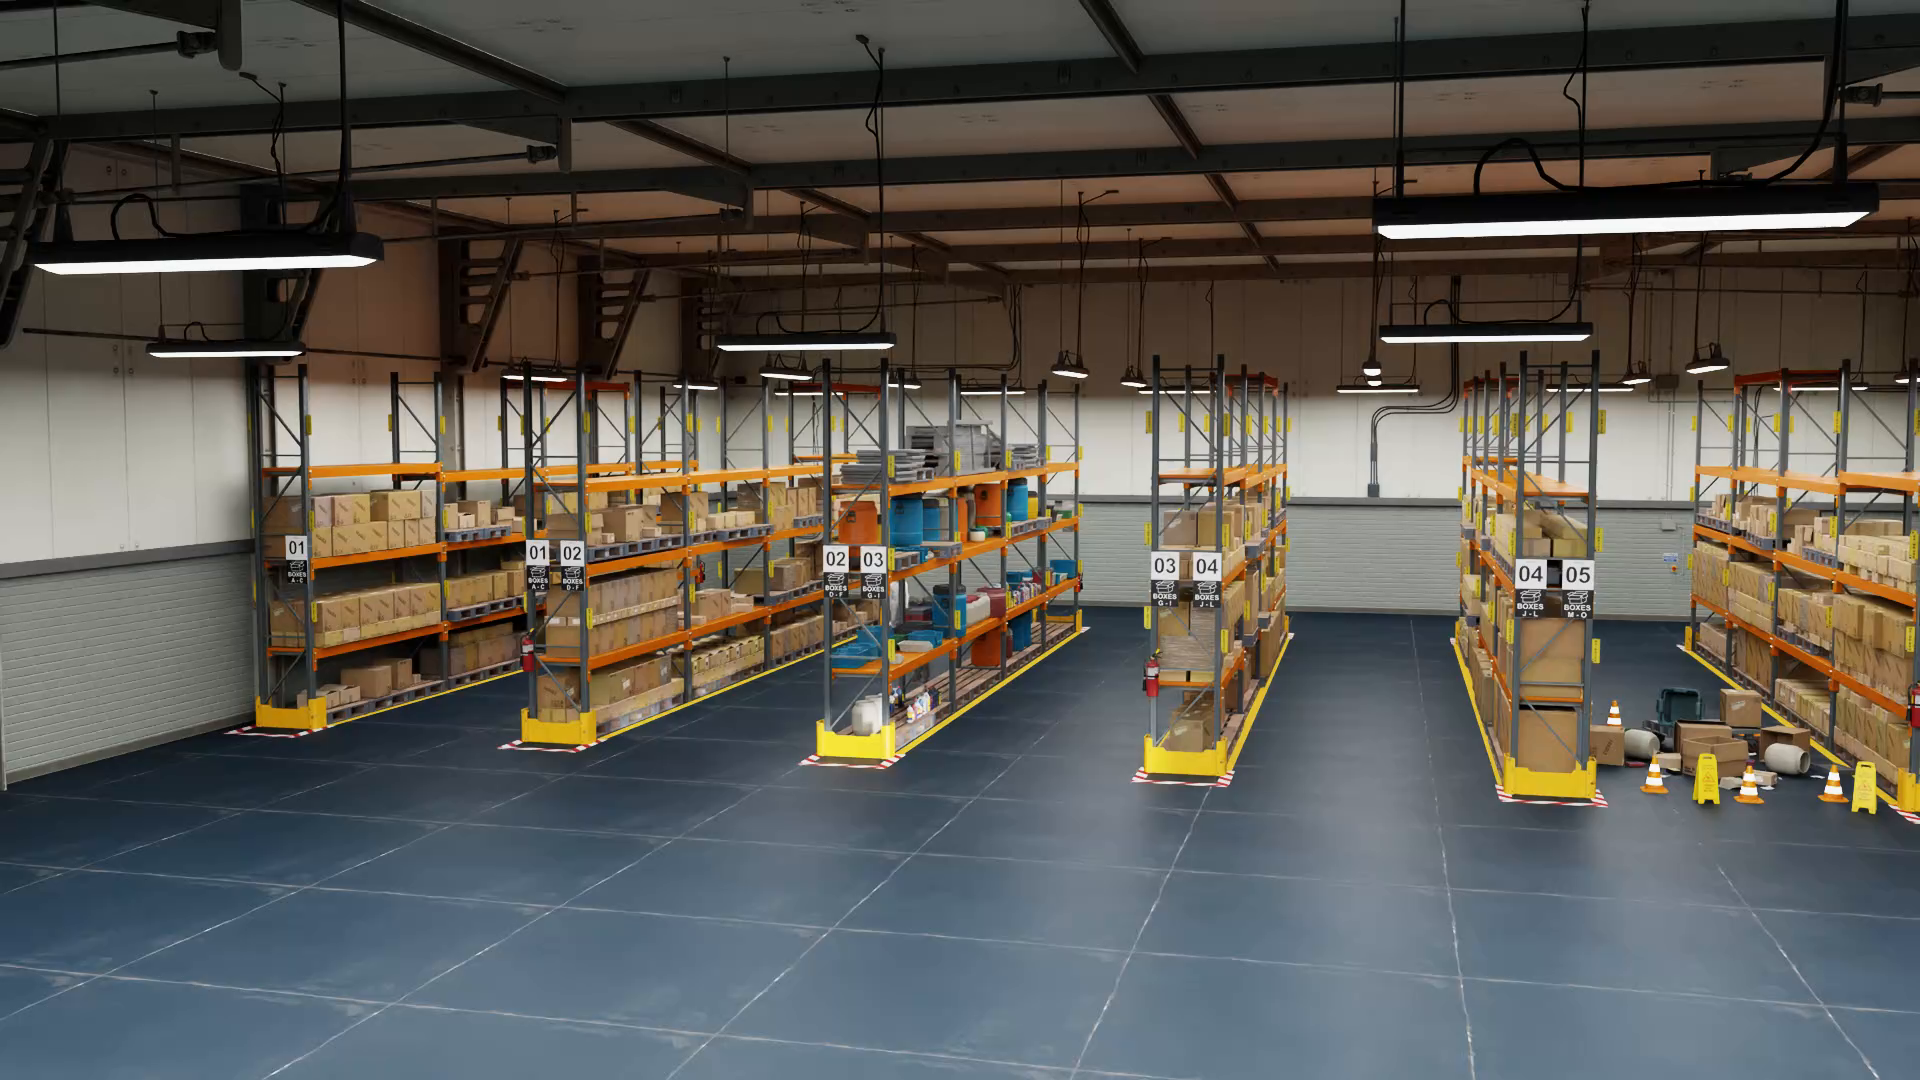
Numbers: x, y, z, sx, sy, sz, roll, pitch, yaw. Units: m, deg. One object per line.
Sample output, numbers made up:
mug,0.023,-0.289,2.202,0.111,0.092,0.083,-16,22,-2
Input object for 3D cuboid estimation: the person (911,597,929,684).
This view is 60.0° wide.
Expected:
person,-0.770,1.952,32.141,0.576,1.698,0.359,-1,4,-19

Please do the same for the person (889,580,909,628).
person,-1.441,1.503,38.782,0.527,1.639,0.975,1,4,8
